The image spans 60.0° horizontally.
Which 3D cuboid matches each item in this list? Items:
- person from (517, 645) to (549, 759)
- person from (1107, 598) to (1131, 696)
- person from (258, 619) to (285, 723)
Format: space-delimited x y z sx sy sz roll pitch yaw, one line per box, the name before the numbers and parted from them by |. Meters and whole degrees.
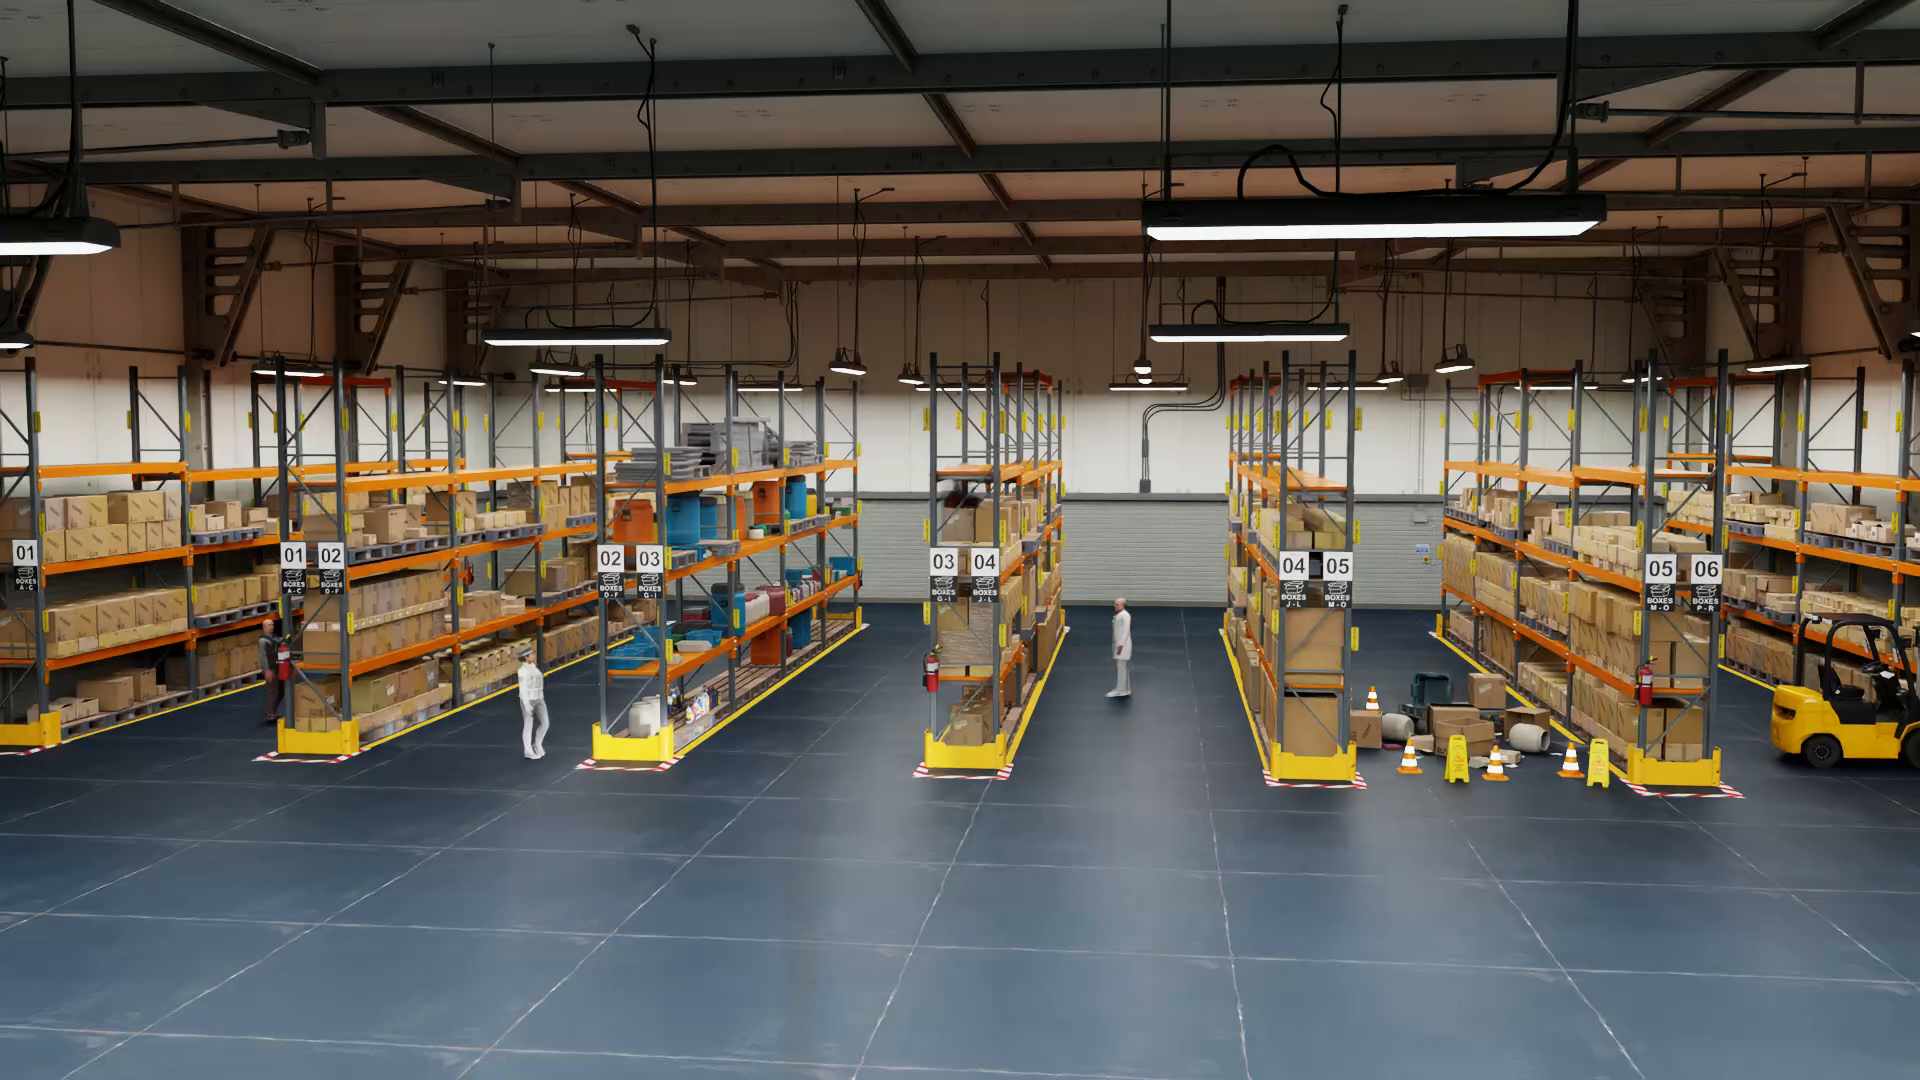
person | -6.403 2.415 24.849 0.414 1.701 0.514 2 5 31
person | 2.891 2.002 30.409 0.474 1.677 0.619 -1 4 -9
person | -11.449 2.177 27.720 0.411 1.724 0.554 -1 4 -10
